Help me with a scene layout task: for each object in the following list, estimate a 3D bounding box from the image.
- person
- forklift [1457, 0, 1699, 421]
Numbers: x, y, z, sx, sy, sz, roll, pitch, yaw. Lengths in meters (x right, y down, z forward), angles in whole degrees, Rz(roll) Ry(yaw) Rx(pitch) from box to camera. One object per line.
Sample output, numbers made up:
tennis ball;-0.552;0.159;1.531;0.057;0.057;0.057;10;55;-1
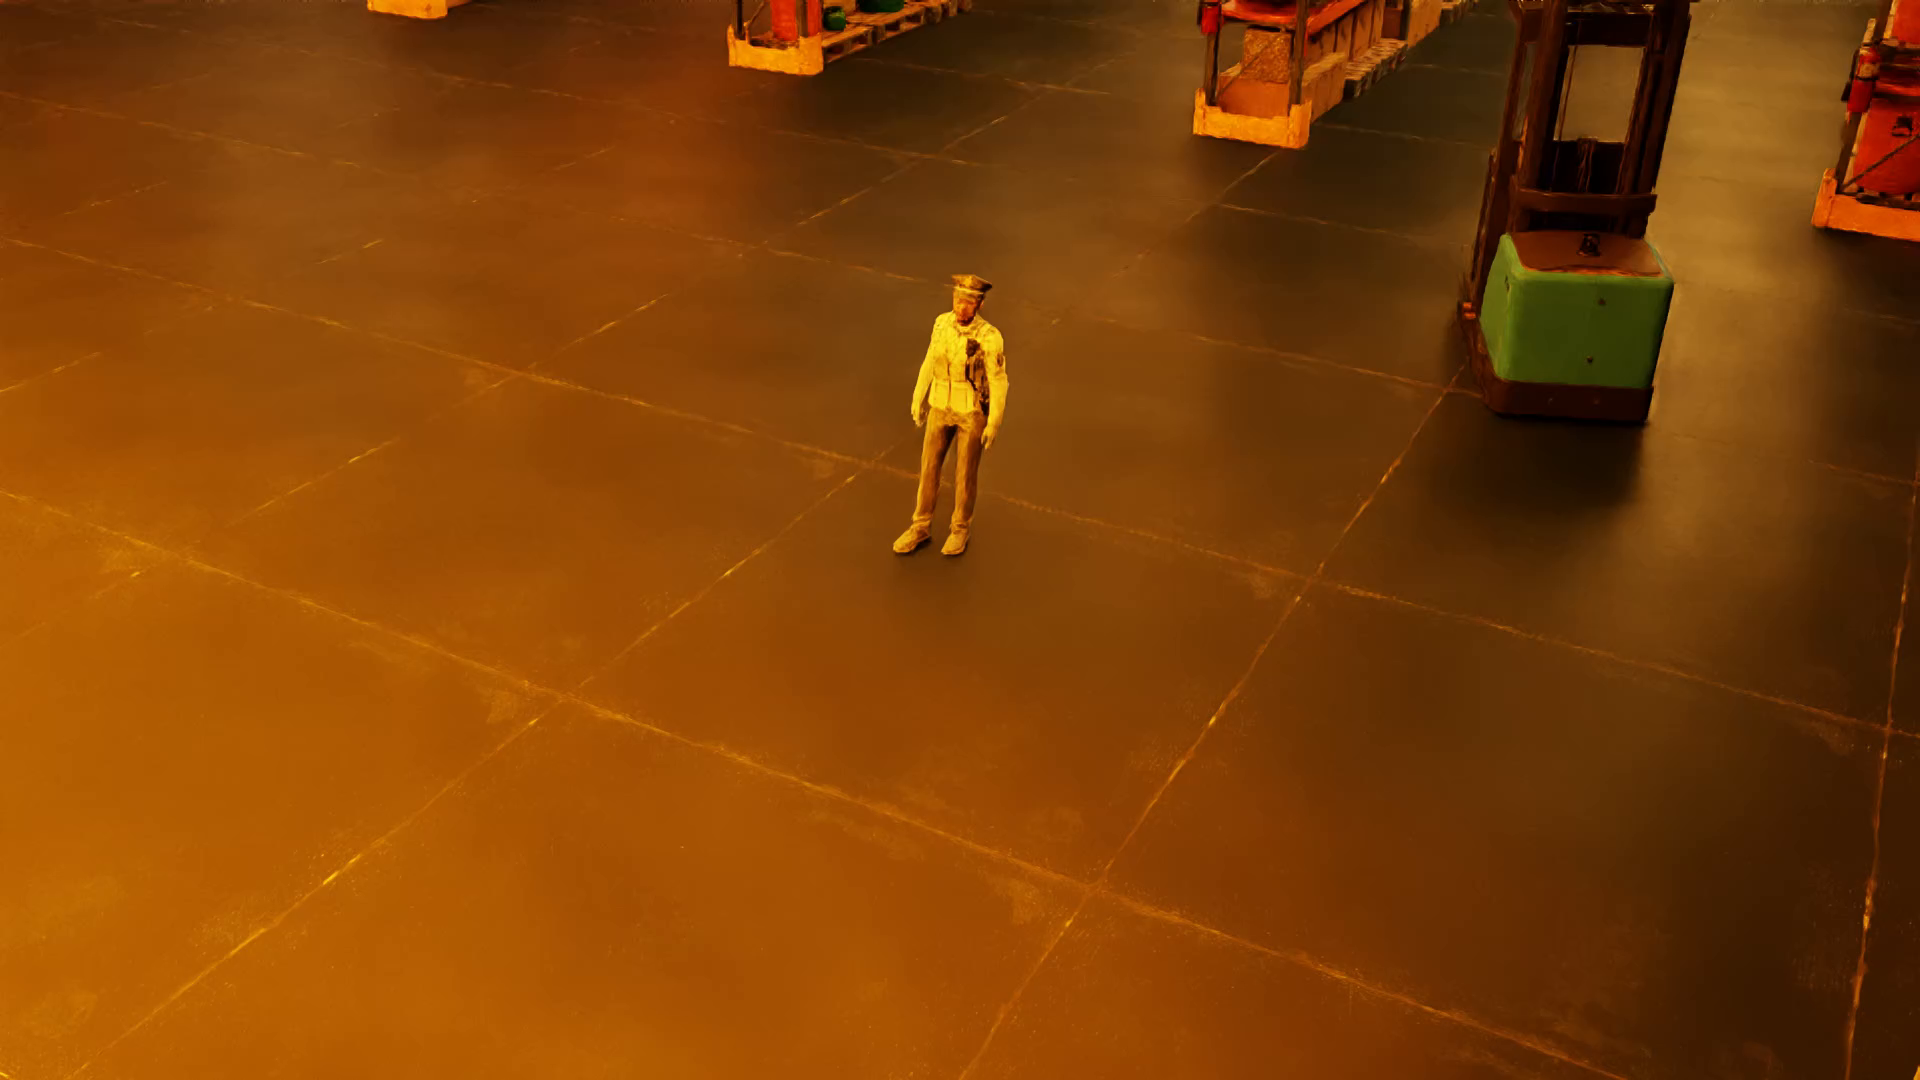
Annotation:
person;-0.039;-0.712;9.527;0.586;1.695;0.533;15;33;25
forklift;4.378;-2.790;11.905;1.130;2.935;3.031;4;30;8
